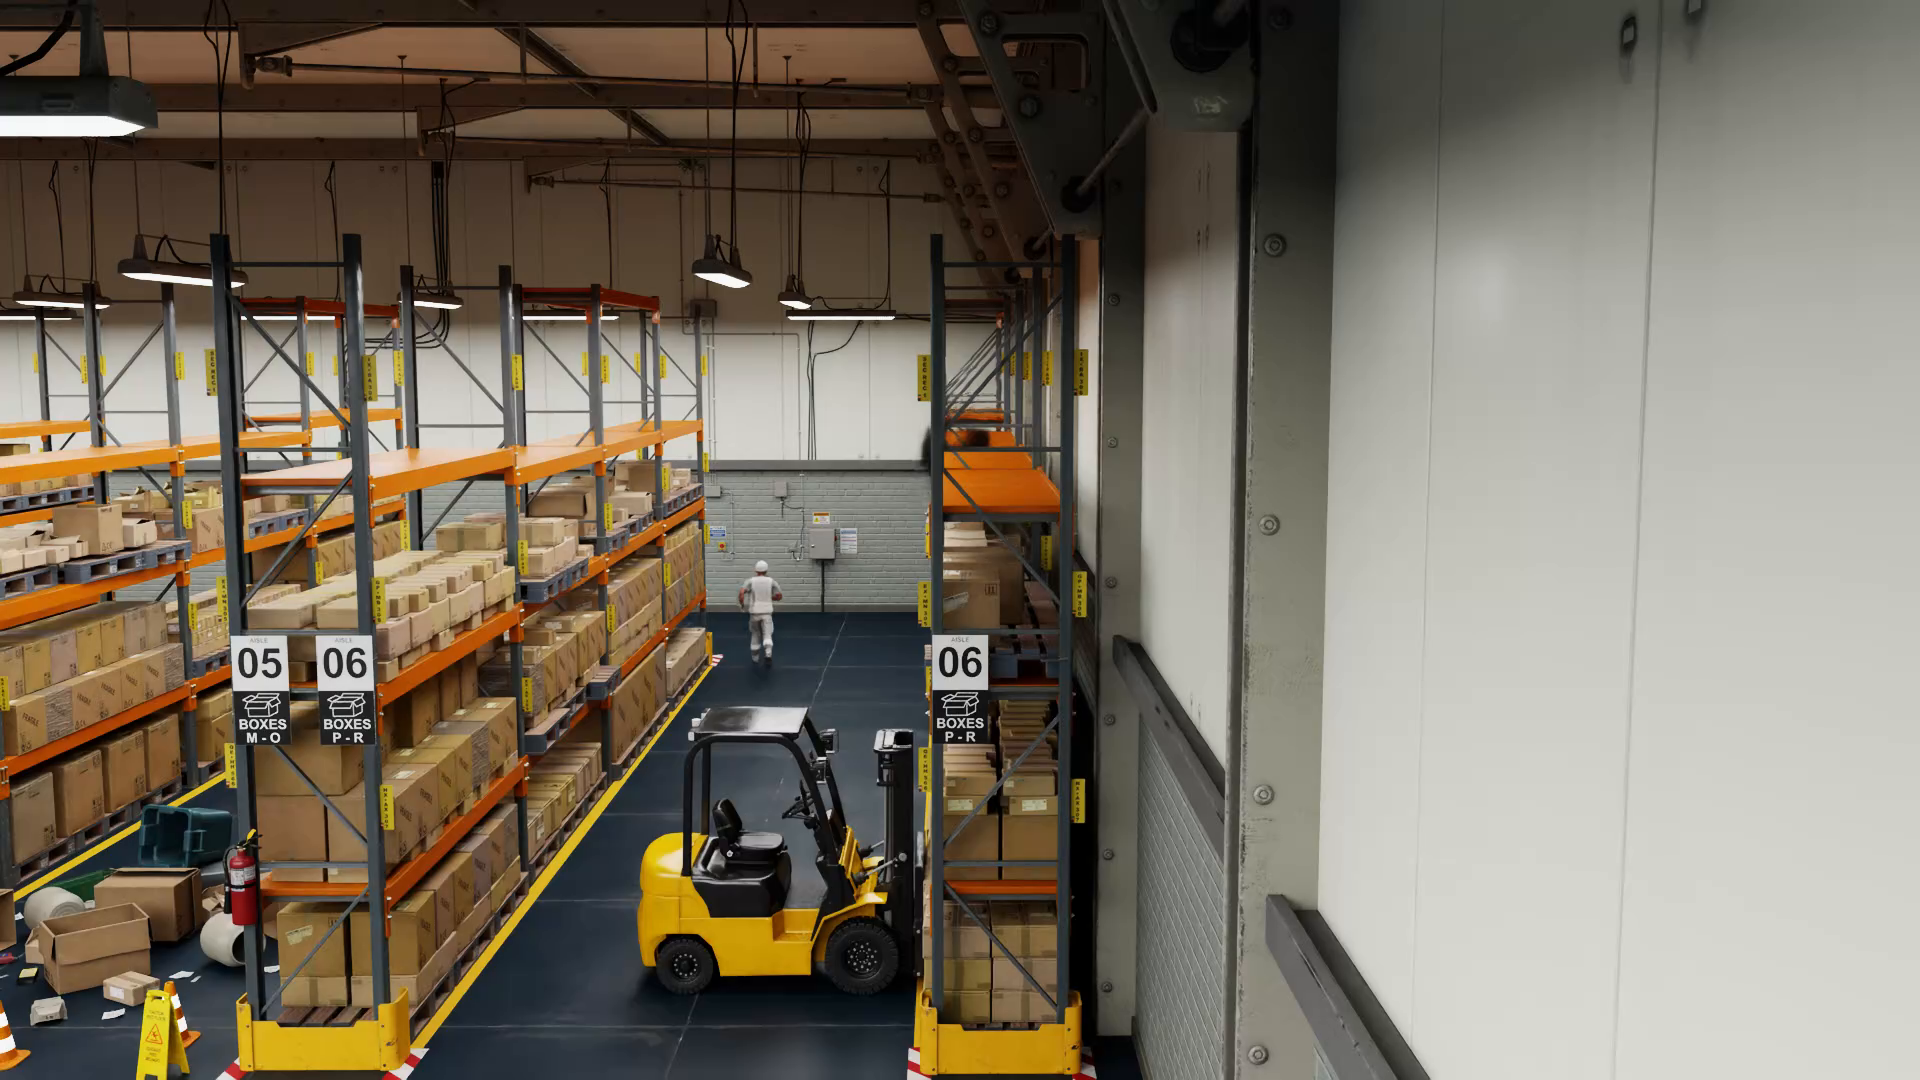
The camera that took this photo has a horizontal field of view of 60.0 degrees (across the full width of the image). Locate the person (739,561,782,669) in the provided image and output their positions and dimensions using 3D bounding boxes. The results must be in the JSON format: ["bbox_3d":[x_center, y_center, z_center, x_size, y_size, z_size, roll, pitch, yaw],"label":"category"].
[{"bbox_3d":[-3.286,1.227,27.433,0.710,1.779,1.022,-1,6,-6],"label":"person"}]
